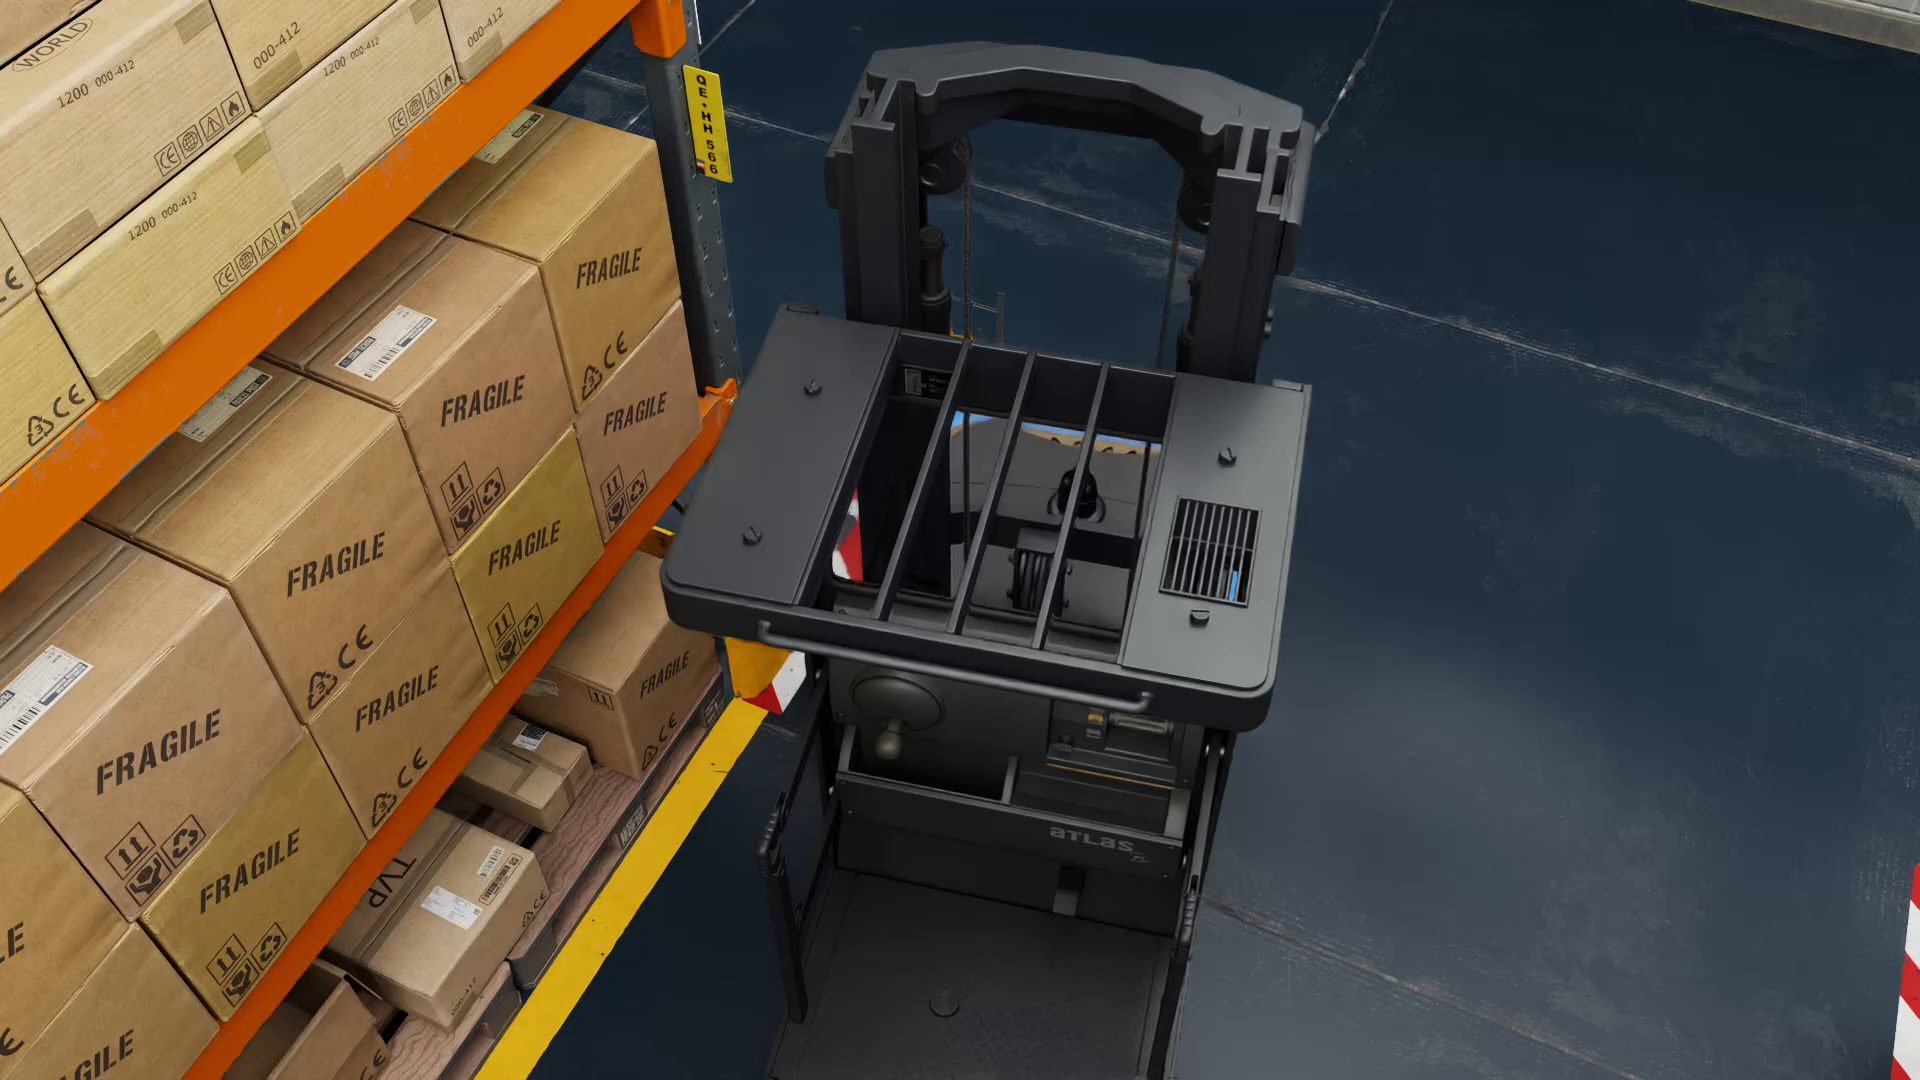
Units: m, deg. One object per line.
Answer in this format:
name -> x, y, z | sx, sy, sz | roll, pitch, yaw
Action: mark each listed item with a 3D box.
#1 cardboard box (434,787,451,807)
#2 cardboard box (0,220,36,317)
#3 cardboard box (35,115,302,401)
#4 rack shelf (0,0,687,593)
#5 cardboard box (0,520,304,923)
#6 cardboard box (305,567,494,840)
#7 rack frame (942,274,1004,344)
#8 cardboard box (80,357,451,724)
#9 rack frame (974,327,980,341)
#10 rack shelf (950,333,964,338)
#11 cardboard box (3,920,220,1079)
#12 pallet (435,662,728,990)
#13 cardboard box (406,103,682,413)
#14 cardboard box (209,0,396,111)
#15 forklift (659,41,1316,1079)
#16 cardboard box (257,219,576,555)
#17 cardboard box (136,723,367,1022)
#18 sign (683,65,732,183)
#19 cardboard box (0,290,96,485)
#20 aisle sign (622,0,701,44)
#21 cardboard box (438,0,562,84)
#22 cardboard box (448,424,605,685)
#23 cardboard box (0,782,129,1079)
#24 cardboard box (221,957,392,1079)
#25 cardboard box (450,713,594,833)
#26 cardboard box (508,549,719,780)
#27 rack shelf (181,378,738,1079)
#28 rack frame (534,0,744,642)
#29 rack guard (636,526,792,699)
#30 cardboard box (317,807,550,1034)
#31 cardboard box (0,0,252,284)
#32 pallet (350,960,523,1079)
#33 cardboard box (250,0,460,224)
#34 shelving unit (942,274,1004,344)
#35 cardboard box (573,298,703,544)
cardboard box -> -1.832, 0.611, 5.278 | 0.500, 0.250, 0.500 | 20, 52, 16
cardboard box -> -1.757, -0.379, 2.404 | 0.500, 0.250, 0.500 | 20, 52, 16
cardboard box -> -1.536, -0.559, 2.885 | 0.500, 0.250, 0.500 | 20, 52, 16
rack shelf -> -1.984, -0.126, 2.891 | 1.077, 0.370, 4.000 | 20, 52, 16
cardboard box -> -1.723, 0.335, 3.273 | 0.500, 0.500, 0.500 | 21, 53, 17
cardboard box -> -1.512, 0.300, 3.959 | 0.500, 0.500, 0.500 | 20, 53, 16
rack frame -> 0.033, -0.442, 5.838 | 0.240, 1.200, 0.006 | 20, 52, 16
cardboard box -> -1.504, -0.018, 3.574 | 0.500, 0.500, 0.500 | 21, 53, 17
rack frame -> -0.045, -0.316, 5.731 | 0.240, 1.200, 0.006 | 20, 52, 16
rack shelf -> -0.006, -0.583, 5.544 | 0.258, 0.103, 0.180 | 20, 52, 16
cardboard box -> -1.943, 0.998, 3.366 | 0.500, 0.500, 0.500 | 20, 52, 16
pallet -> -1.502, 0.741, 5.481 | 1.003, 0.211, 1.213 | 20, 52, 16
cardboard box -> -1.071, -0.725, 4.175 | 0.500, 0.500, 0.500 | 19, 52, 16
cardboard box -> -1.332, -1.069, 2.991 | 0.500, 0.250, 0.500 | 20, 52, 16
forklift -> 0.092, 0.498, 3.902 | 1.130, 2.935, 3.031 | 10, 50, 8
cardboard box -> -1.286, -0.377, 3.879 | 0.500, 0.500, 0.500 | 21, 53, 17
cardboard box -> -1.727, 0.647, 3.664 | 0.500, 0.500, 0.500 | 19, 52, 16
sign -> -0.636, -1.048, 4.204 | 0.100, 0.325, 0.005 | 20, 52, 16
cardboard box -> -1.764, -0.220, 2.597 | 0.500, 0.250, 0.500 | 20, 52, 16
aisle sign -> -0.824, -1.554, 3.896 | 0.394, 0.787, 0.004 | 20, 52, 16
cardboard box -> -1.111, -1.248, 3.472 | 0.500, 0.250, 0.500 | 20, 52, 16
cardboard box -> -1.293, -0.041, 4.250 | 0.500, 0.500, 0.500 | 20, 53, 16
cardboard box -> -1.943, 0.691, 2.970 | 0.500, 0.500, 0.500 | 18, 52, 15
cardboard box -> -2.041, 1.361, 4.473 | 0.797, 0.503, 0.637 | 20, 52, 16
cardboard box -> -1.394, 0.715, 5.243 | 0.380, 0.166, 0.250 | 20, 52, 16
cardboard box -> -1.139, 0.358, 5.329 | 0.500, 0.500, 0.500 | 20, 52, 16
rack shelf -> -1.984, 0.846, 4.033 | 1.077, 0.370, 4.000 | 20, 52, 16
rack frame -> -1.130, -0.764, 4.931 | 1.000, 3.000, 0.127 | 20, 52, 16
rack guard -> -1.162, 0.098, 5.838 | 1.175, 0.500, 0.348 | 20, 52, 16
cardboard box -> -1.572, 1.083, 4.875 | 0.500, 0.250, 0.500 | 20, 52, 16
cardboard box -> -1.549, -0.726, 2.699 | 0.500, 0.250, 0.500 | 20, 52, 16
pallet -> -2.024, 1.578, 4.769 | 1.003, 0.211, 1.213 | 20, 52, 16
cardboard box -> -1.334, -0.908, 3.182 | 0.500, 0.250, 0.500 | 20, 52, 16
shelving unit -> -0.006, -0.379, 5.785 | 0.258, 1.200, 0.189 | 20, 52, 16
cardboard box -> -1.075, -0.400, 4.555 | 0.500, 0.500, 0.500 | 21, 53, 17
